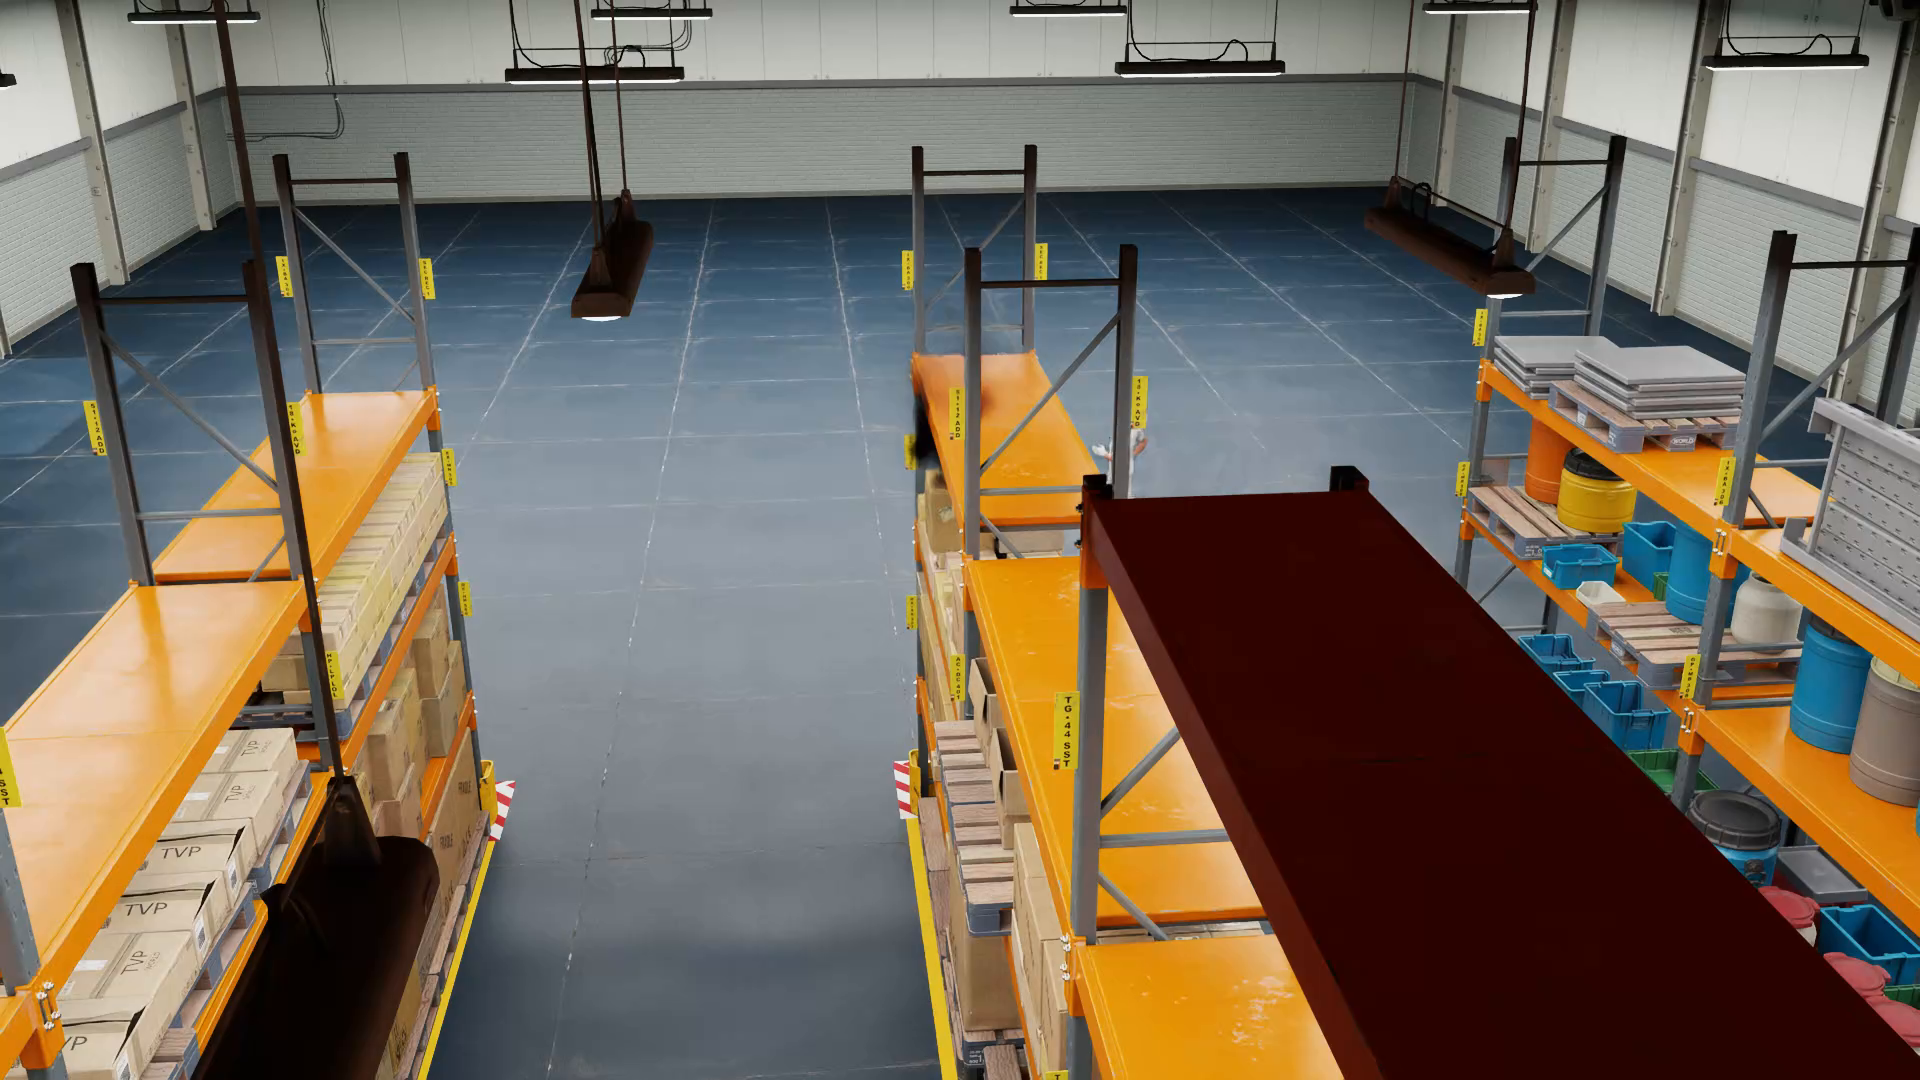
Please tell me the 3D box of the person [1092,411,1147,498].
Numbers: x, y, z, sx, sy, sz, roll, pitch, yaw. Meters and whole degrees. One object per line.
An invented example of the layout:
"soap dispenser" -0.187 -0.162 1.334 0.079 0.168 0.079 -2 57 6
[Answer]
"person" 2.069 -0.832 21.317 0.774 1.846 0.643 4 22 9
